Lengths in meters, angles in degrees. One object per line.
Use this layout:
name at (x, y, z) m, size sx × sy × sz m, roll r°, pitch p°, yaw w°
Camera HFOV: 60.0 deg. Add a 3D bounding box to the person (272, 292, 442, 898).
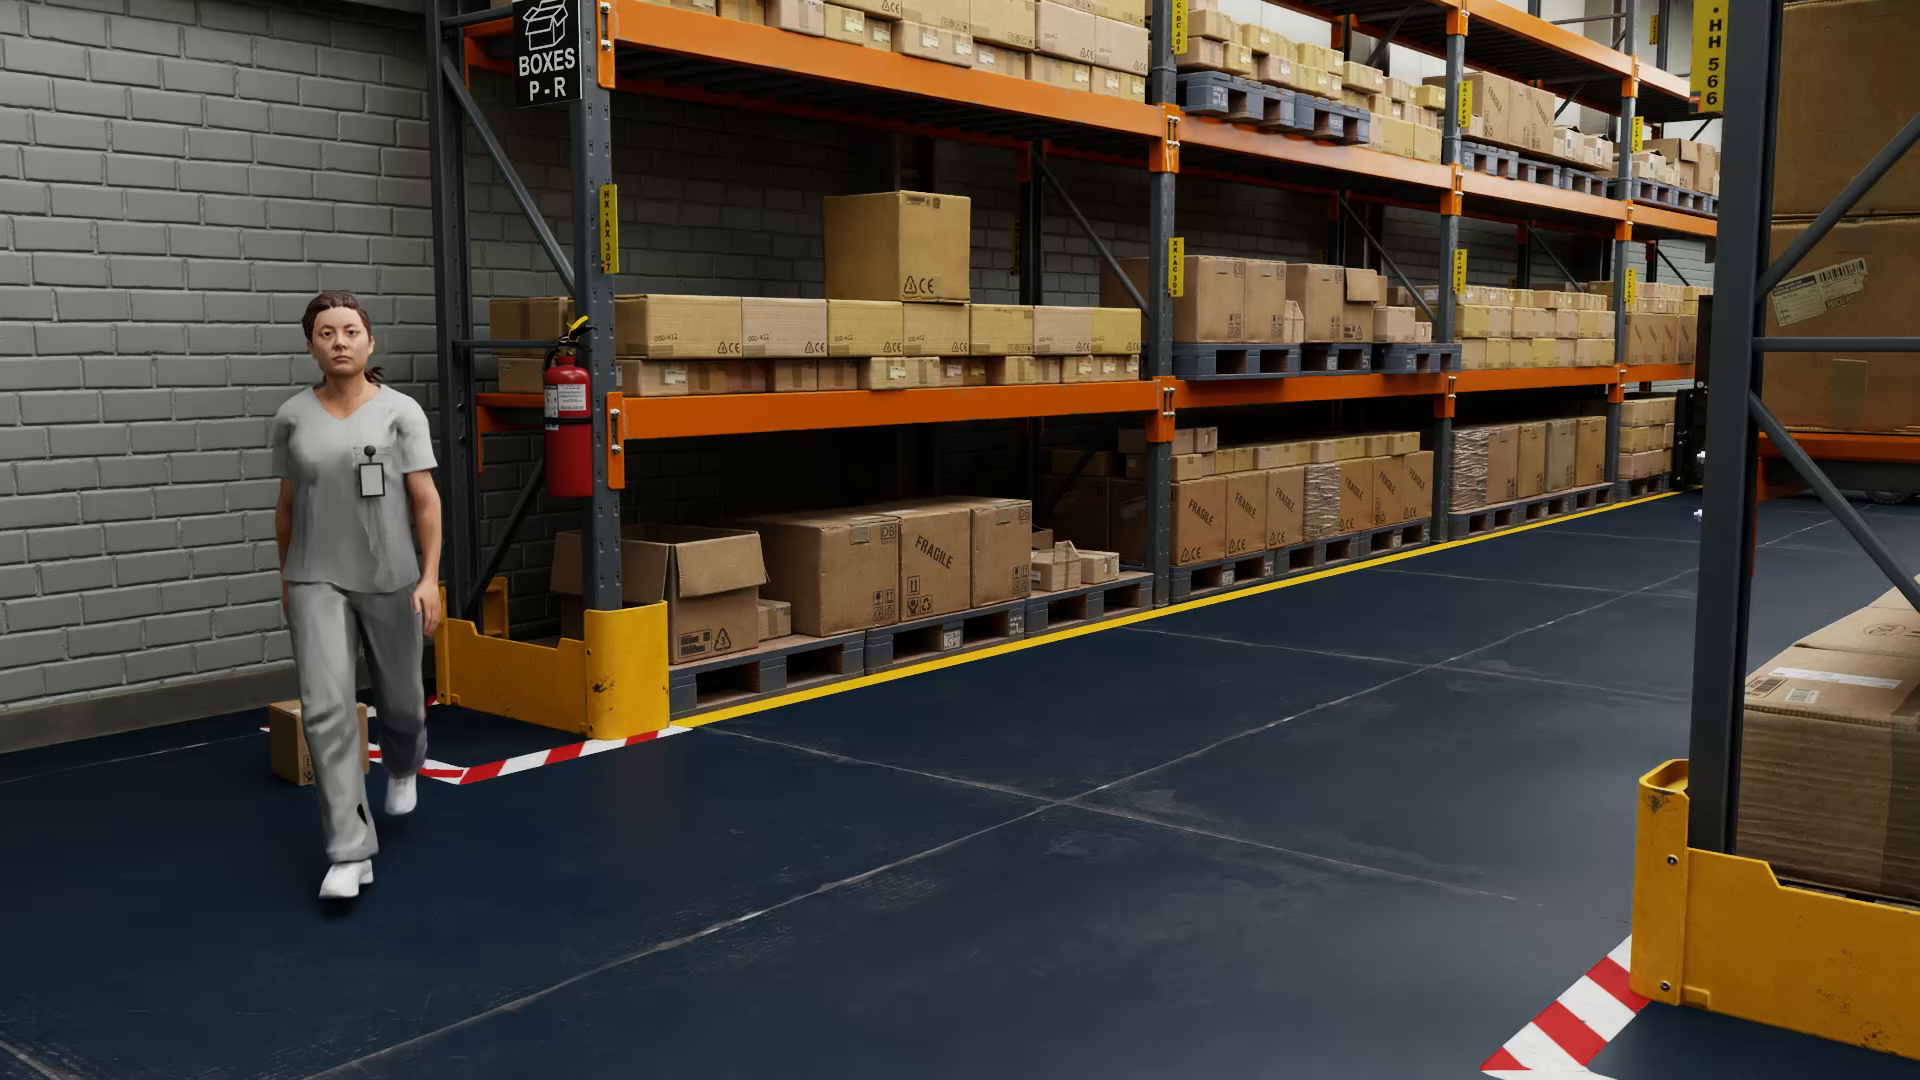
person at (-1.709, 0.120, 4.756) m, size 0.457 × 1.635 × 0.943 m, roll -2°, pitch 7°, yaw -13°
